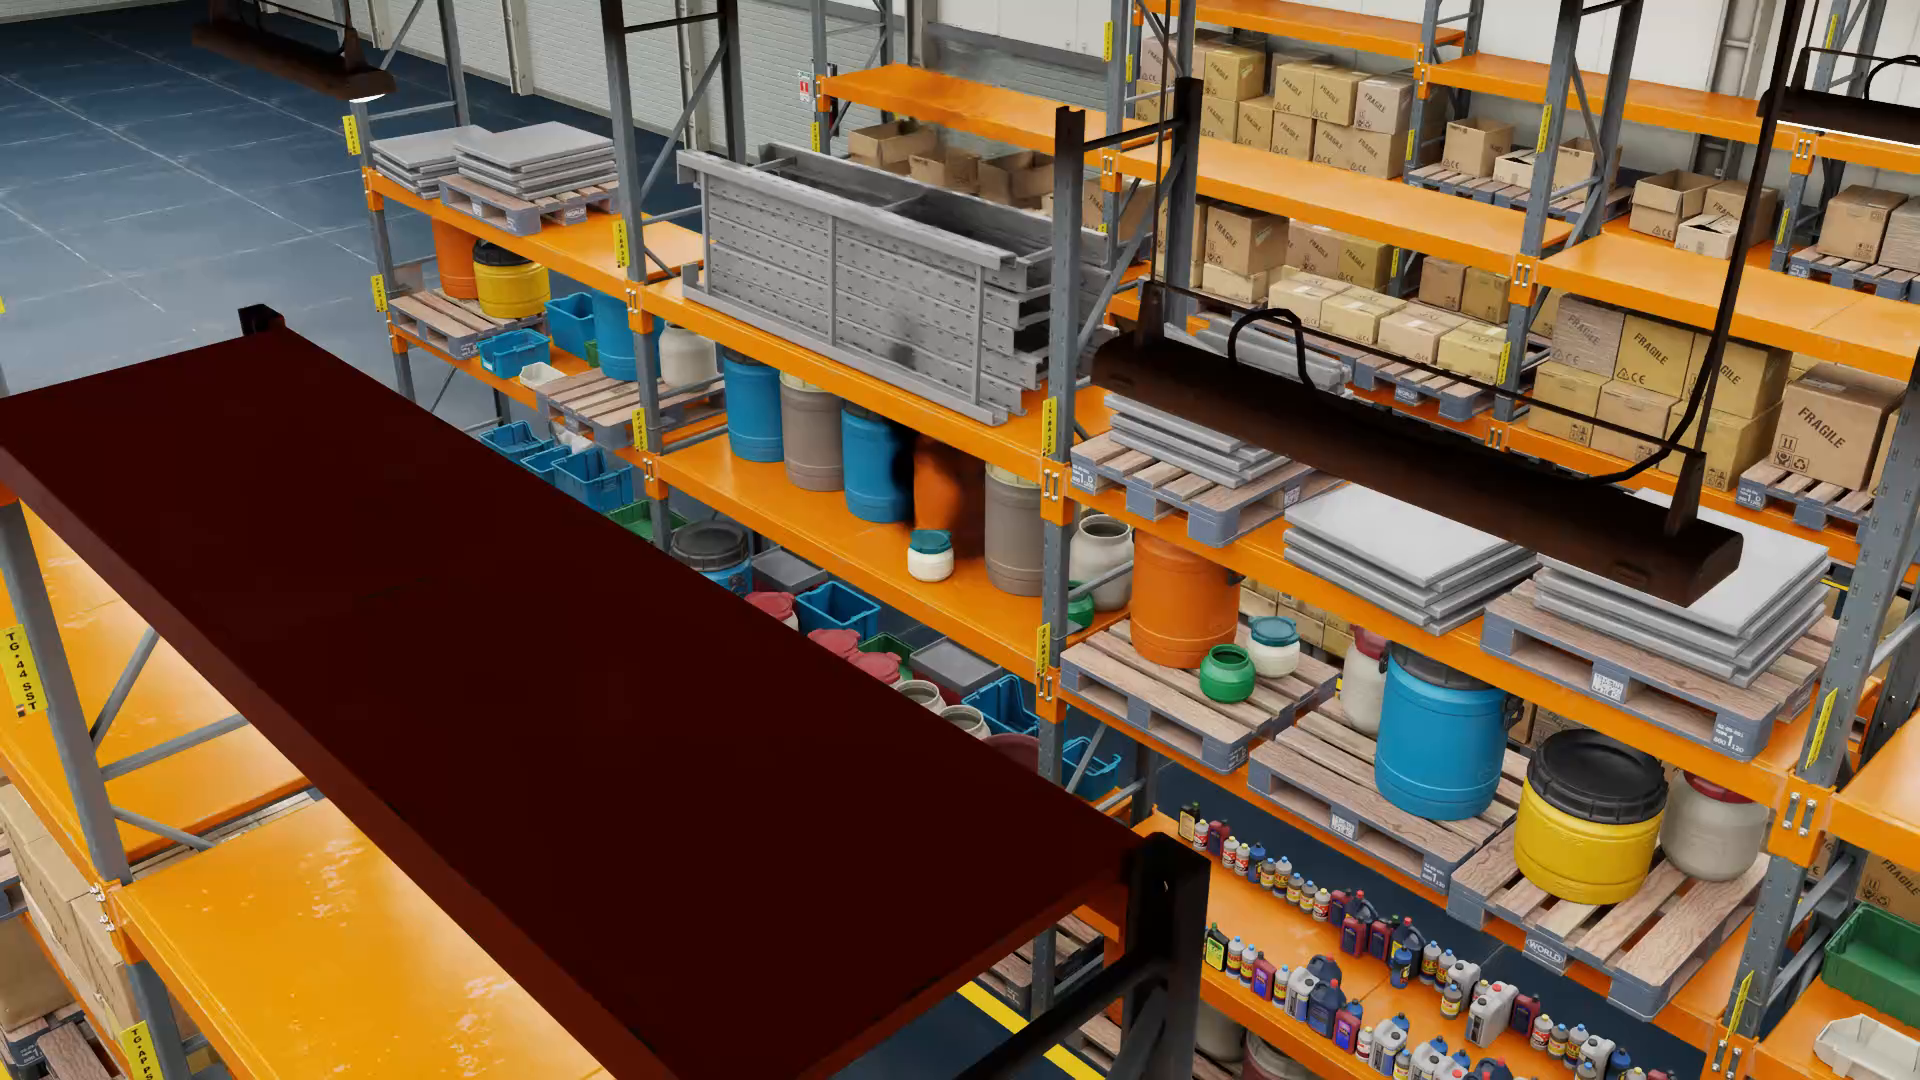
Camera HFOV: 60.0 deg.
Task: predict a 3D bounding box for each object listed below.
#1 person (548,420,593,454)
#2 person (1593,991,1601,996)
[{"bbox_3d":[-3.912,-0.906,16.785,0.640,1.735,0.611,13,31,23],"label":"person"},{"bbox_3d":[4.609,2.335,10.724,0.828,1.741,0.519,21,34,33],"label":"person"}]
